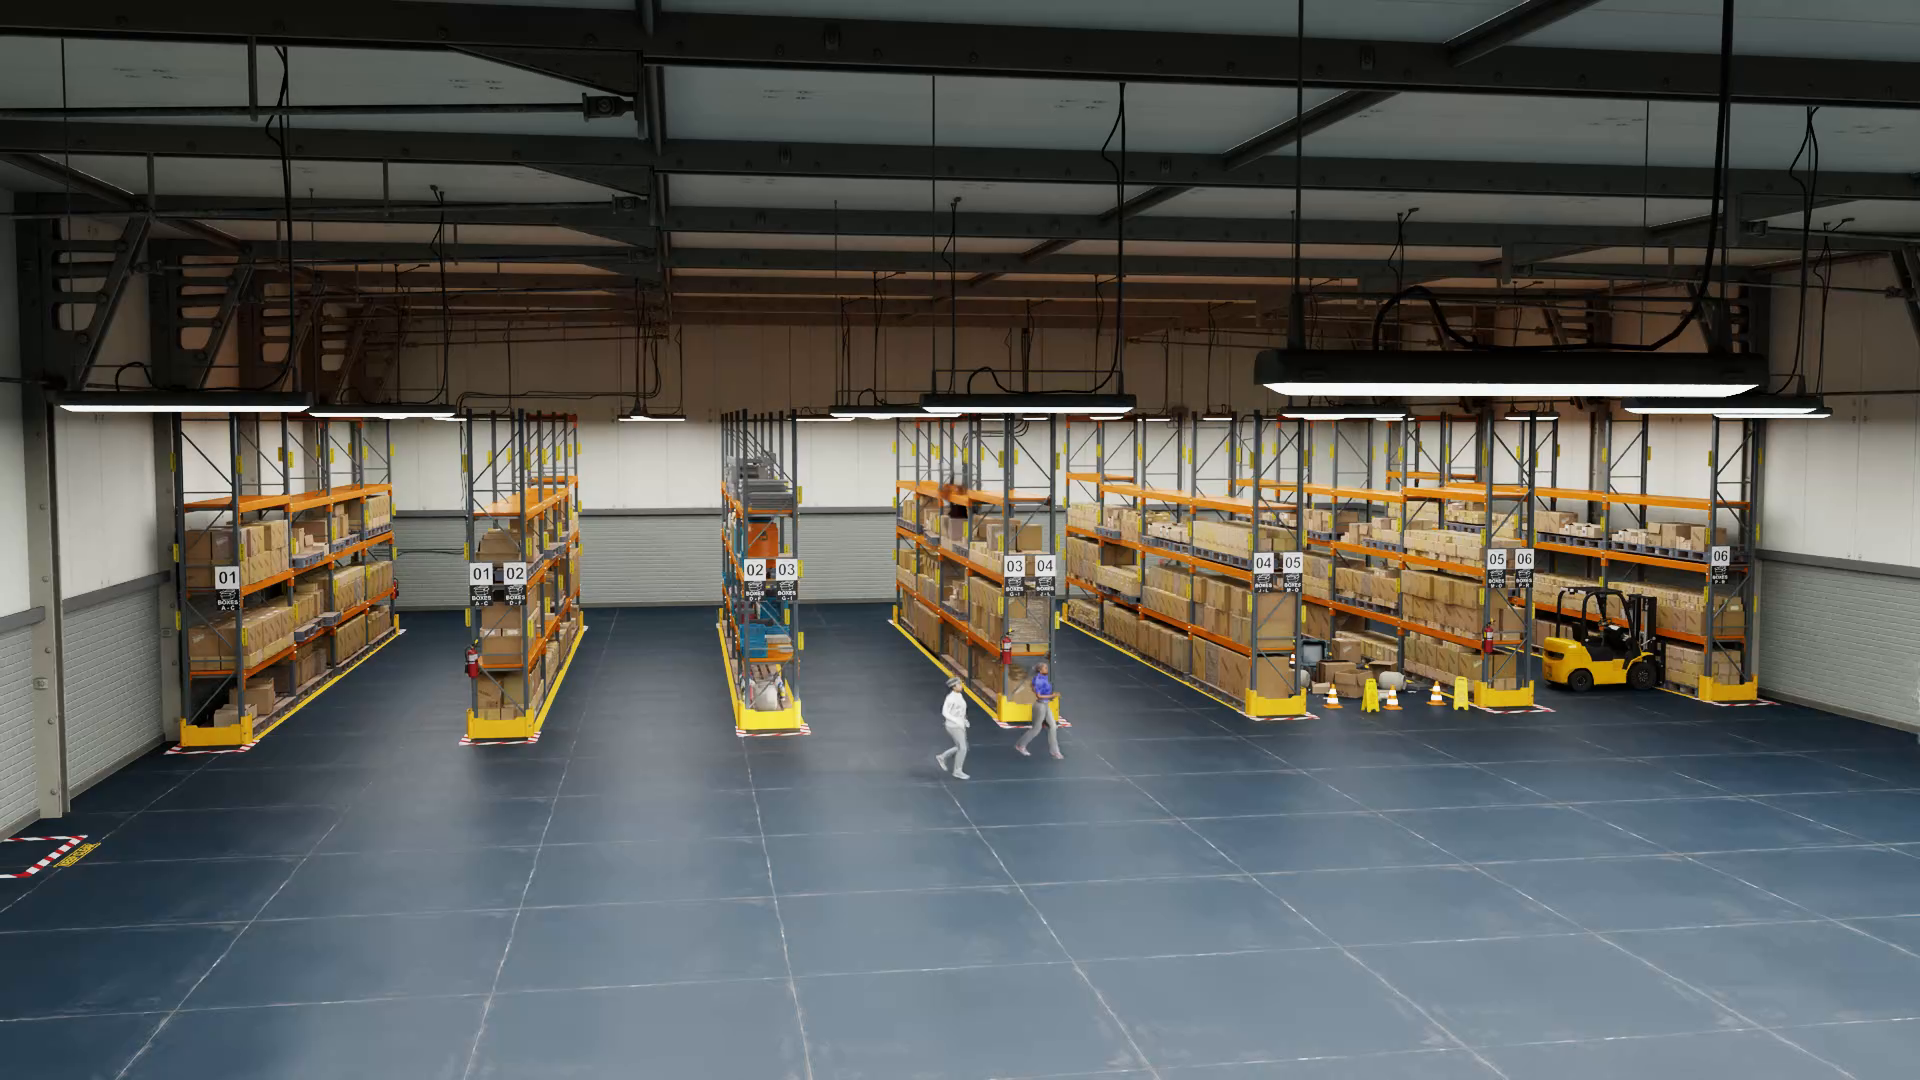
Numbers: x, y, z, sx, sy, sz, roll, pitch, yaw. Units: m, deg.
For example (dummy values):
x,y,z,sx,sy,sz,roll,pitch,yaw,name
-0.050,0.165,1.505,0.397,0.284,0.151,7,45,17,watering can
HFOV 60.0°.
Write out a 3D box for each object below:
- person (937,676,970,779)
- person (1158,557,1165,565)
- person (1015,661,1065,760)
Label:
x,y,z,sx,sy,sz,roll,pitch,yaw,name
-0.120,3.019,26.885,0.566,1.673,0.628,1,4,17,person
6.047,1.372,50.220,0.697,1.713,0.627,-1,4,-14,person
1.361,2.914,28.365,0.862,1.701,0.570,1,4,17,person
